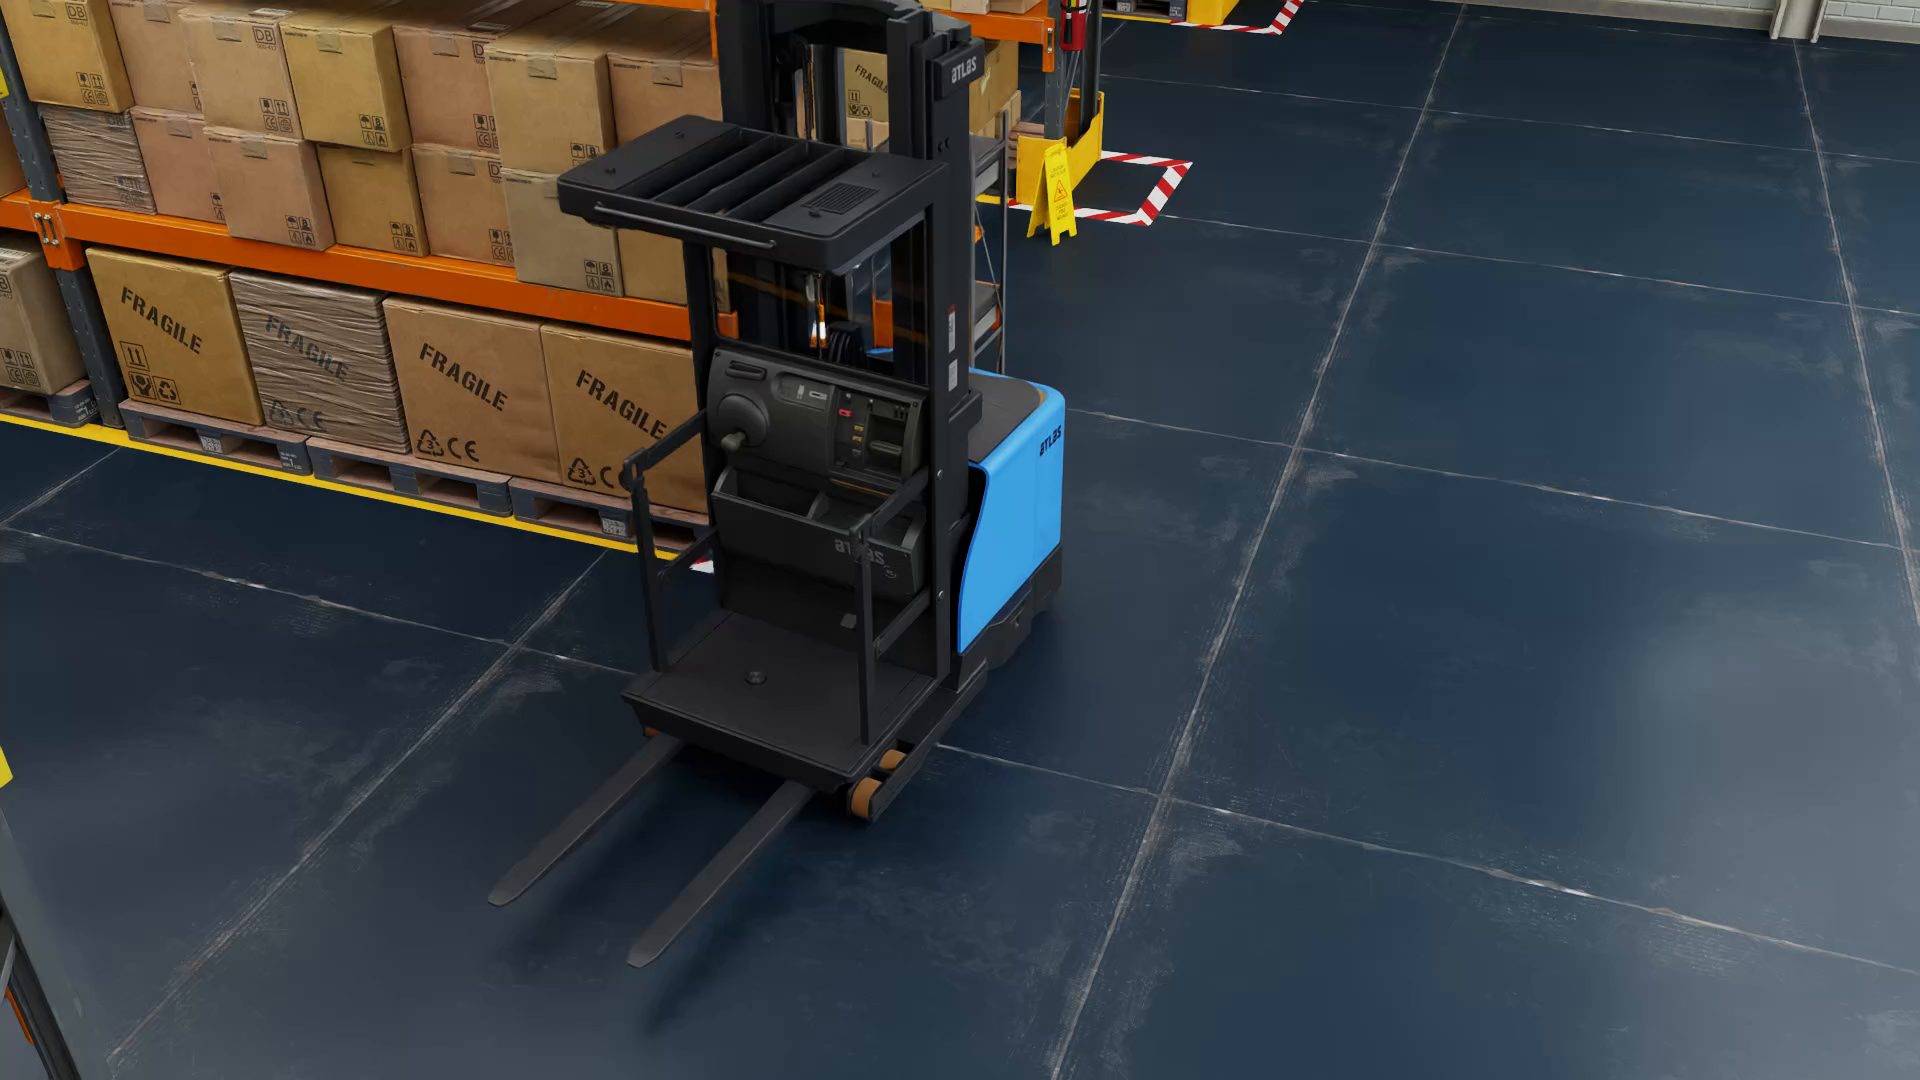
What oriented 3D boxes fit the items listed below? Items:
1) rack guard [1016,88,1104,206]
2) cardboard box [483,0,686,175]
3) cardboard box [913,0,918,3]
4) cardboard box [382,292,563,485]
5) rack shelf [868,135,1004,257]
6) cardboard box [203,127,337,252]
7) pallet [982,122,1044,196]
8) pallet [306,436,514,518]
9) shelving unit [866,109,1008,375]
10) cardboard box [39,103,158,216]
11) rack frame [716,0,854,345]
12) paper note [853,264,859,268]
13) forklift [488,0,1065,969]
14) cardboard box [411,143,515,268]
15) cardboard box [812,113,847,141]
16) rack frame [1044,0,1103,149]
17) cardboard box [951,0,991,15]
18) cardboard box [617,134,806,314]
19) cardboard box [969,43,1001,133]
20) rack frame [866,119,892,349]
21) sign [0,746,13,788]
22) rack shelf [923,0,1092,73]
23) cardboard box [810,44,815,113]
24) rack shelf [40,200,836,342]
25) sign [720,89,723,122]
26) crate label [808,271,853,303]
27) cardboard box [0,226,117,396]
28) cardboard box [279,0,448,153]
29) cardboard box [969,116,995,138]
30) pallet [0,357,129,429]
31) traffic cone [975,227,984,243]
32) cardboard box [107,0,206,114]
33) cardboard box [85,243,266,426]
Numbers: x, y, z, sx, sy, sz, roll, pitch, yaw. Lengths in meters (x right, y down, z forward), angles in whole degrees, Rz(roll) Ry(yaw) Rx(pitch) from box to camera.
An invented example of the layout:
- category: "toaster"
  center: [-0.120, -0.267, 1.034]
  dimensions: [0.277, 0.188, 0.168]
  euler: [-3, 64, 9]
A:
- category: "rack guard"
  center: [0.746, -2.911, 12.297]
  dimensions: [0.348, 0.500, 1.175]
  euler: [11, 34, 16]
- category: "cardboard box"
  center: [-1.643, -2.059, 7.540]
  dimensions: [0.550, 0.550, 0.875]
  euler: [11, 34, 16]
- category: "cardboard box"
  center: [-0.370, -3.880, 11.726]
  dimensions: [0.250, 0.149, 0.380]
  euler: [12, 35, 17]
- category: "cardboard box"
  center: [-2.247, -0.935, 8.505]
  dimensions: [0.875, 0.875, 0.875]
  euler: [10, 34, 16]
- category: "rack shelf"
  center: [-0.097, -1.544, 7.440]
  dimensions: [0.480, 0.518, 0.431]
  euler: [14, 35, 20]
- category: "cardboard box"
  center: [-3.178, -1.887, 8.268]
  dimensions: [0.550, 0.550, 0.875]
  euler: [11, 34, 16]
- category: "pallet"
  center: [-0.007, -2.956, 12.634]
  dimensions: [1.213, 0.211, 1.003]
  euler: [11, 34, 16]
- category: "pallet"
  center: [-2.681, -0.560, 8.923]
  dimensions: [1.213, 0.211, 1.003]
  euler: [11, 34, 16]
- category: "shelving unit"
  center: [-0.097, -0.967, 7.812]
  dimensions: [0.503, 2.100, 0.431]
  euler: [14, 35, 20]
- category: "cardboard box"
  center: [-4.172, -2.135, 8.652]
  dimensions: [0.550, 0.550, 0.875]
  euler: [11, 34, 16]
- category: "rack frame"
  center: [-0.758, -1.401, 7.654]
  dimensions: [0.127, 3.000, 1.000]
  euler: [11, 34, 16]
- category: "paper note"
  center: [-0.744, -1.856, 11.097]
  dimensions: [0.142, 0.019, 0.148]
  euler: [0, 33, 0]
- category: "forklift"
  center: [-0.662, -0.409, 6.181]
  dimensions: [1.130, 2.935, 3.031]
  euler: [16, 36, 23]
- category: "cardboard box"
  center: [-2.132, -1.765, 8.080]
  dimensions: [0.550, 0.550, 0.875]
  euler: [11, 34, 16]
- category: "cardboard box"
  center: [-1.014, -3.171, 12.543]
  dimensions: [0.500, 0.250, 0.500]
  euler: [10, 34, 15]
- category: "rack frame"
  center: [0.817, -3.947, 11.598]
  dimensions: [0.127, 3.000, 1.000]
  euler: [11, 34, 16]
- category: "cardboard box"
  center: [0.117, -3.790, 11.587]
  dimensions: [0.250, 0.149, 0.380]
  euler: [11, 34, 16]
- category: "cardboard box"
  center: [-1.122, -1.509, 7.683]
  dimensions: [0.550, 0.550, 0.875]
  euler: [11, 34, 16]
- category: "cardboard box"
  center: [-0.025, -3.297, 12.047]
  dimensions: [0.500, 0.500, 0.500]
  euler: [11, 35, 17]
- category: "rack frame"
  center: [-0.320, -1.021, 7.895]
  dimensions: [0.015, 2.100, 0.400]
  euler: [14, 35, 20]
- category: "sign"
  center: [-2.343, 0.472, 3.955]
  dimensions: [0.005, 0.325, 0.100]
  euler: [11, 34, 16]
- category: "rack shelf"
  center: [-1.066, -4.011, 12.360]
  dimensions: [4.000, 0.370, 1.077]
  euler: [11, 34, 16]
- category: "cardboard box"
  center: [-0.990, -3.486, 12.341]
  dimensions: [0.500, 0.500, 0.500]
  euler: [10, 34, 15]
- category: "rack shelf"
  center: [-2.640, -1.465, 8.416]
  dimensions: [4.000, 0.370, 1.077]
  euler: [11, 34, 16]
- category: "sign"
  center: [-0.954, -1.712, 6.851]
  dimensions: [0.005, 0.325, 0.100]
  euler: [11, 34, 16]
- category: "crate label"
  center: [-0.838, -1.648, 10.676]
  dimensions: [0.298, 0.136, 0.250]
  euler: [-6, 33, -9]
- category: "cardboard box"
  center: [-5.138, -1.432, 9.389]
  dimensions: [0.750, 0.750, 1.050]
  euler: [11, 34, 16]
- category: "cardboard box"
  center: [-2.667, -2.261, 7.853]
  dimensions: [0.500, 0.550, 0.875]
  euler: [11, 34, 16]
- category: "cardboard box"
  center: [-0.057, -2.983, 12.253]
  dimensions: [0.500, 0.250, 0.500]
  euler: [11, 34, 16]
- category: "pallet"
  center: [-5.275, -1.064, 9.704]
  dimensions: [1.213, 0.211, 1.003]
  euler: [11, 34, 16]
- category: "traffic cone"
  center: [-0.023, -2.301, 11.388]
  dimensions: [0.334, 0.463, 0.336]
  euler: [11, 34, 16]
- category: "cardboard box"
  center: [-3.630, -2.523, 8.259]
  dimensions: [0.550, 0.550, 0.875]
  euler: [11, 34, 16]
- category: "cardboard box"
  center: [-3.955, -1.266, 9.017]
  dimensions: [0.875, 0.875, 0.875]
  euler: [12, 35, 17]
